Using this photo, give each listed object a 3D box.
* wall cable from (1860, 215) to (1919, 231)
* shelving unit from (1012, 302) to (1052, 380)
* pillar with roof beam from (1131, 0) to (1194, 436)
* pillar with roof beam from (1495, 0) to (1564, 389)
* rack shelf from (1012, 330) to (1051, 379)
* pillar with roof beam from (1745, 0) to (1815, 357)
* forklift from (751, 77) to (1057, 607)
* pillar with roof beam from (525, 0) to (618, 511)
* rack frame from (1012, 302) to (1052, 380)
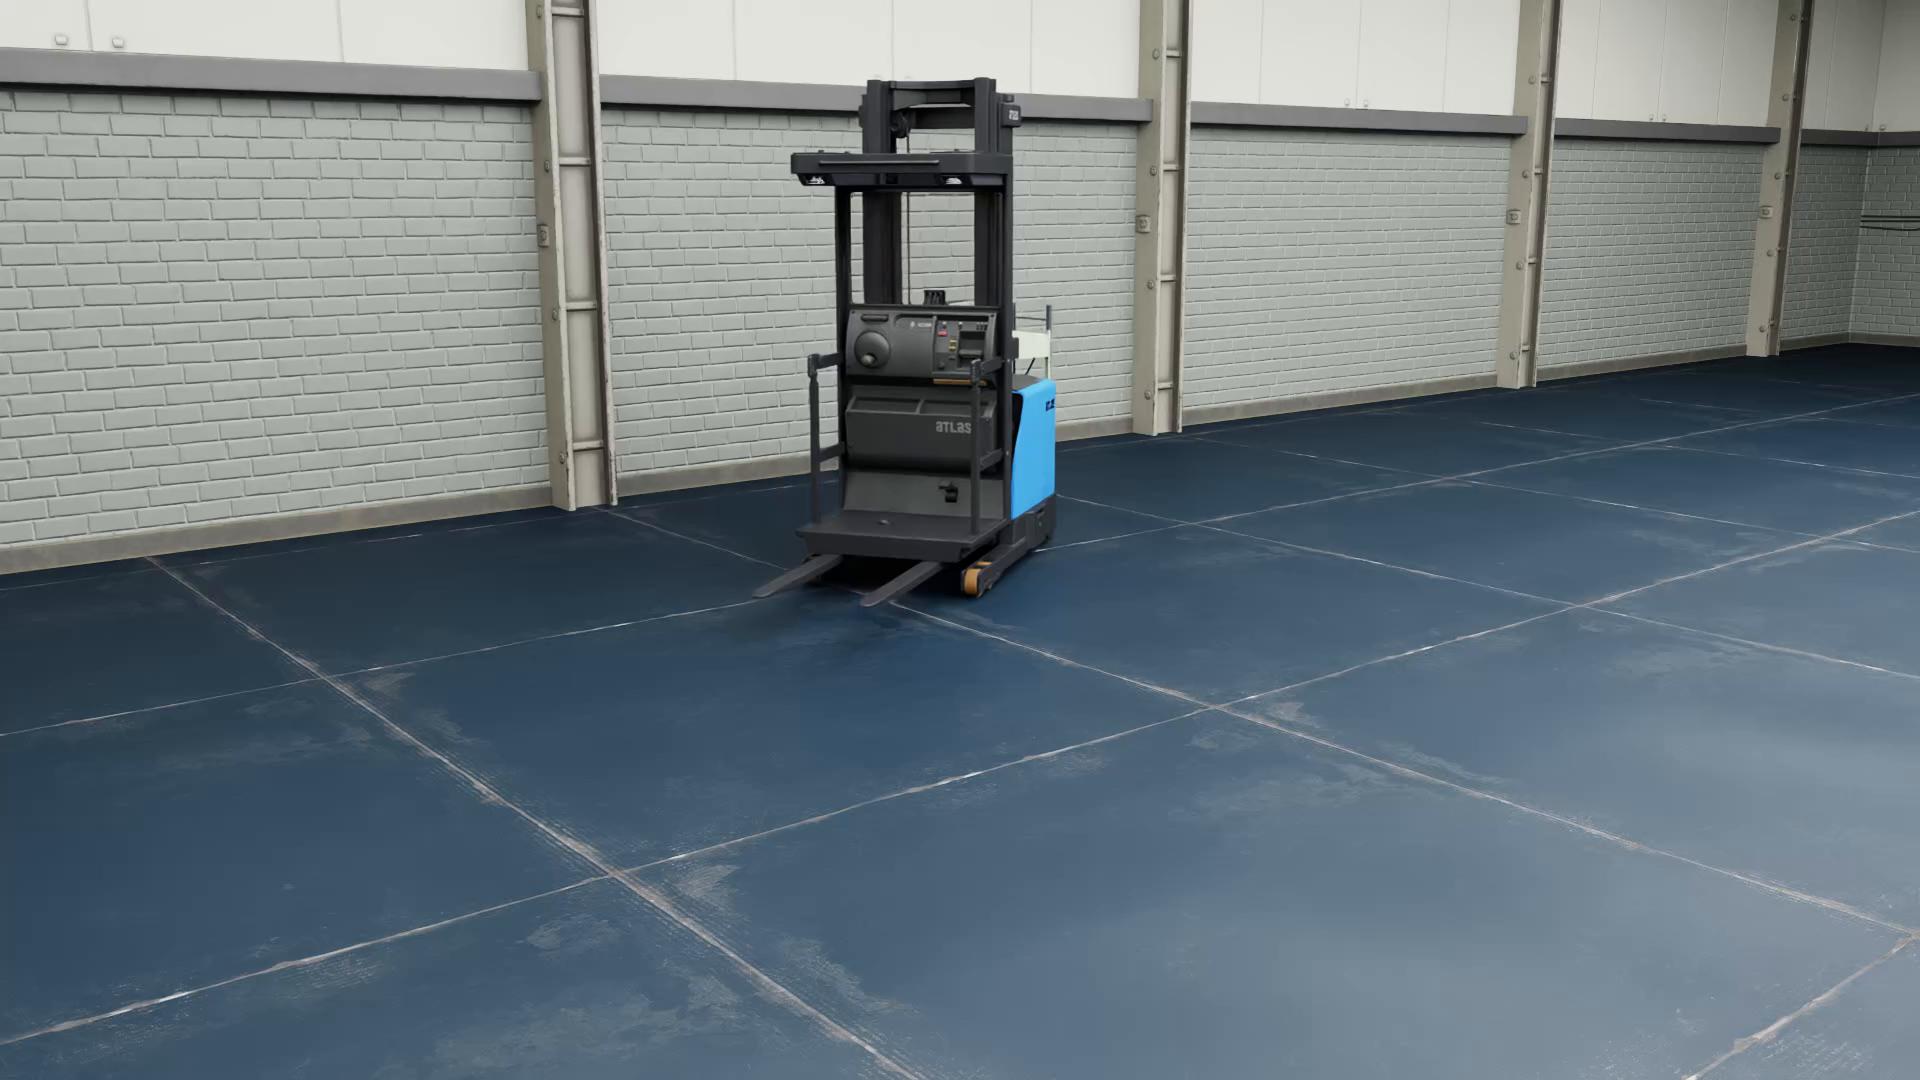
[{"bbox_3d":[14.389,-5.650,23.547,0.112,2.526,3.097,-9,15,-38],"label":"wall cable"},{"bbox_3d":[0.232,-0.894,11.730,0.755,1.500,0.431,-11,16,-41],"label":"shelving unit"},{"bbox_3d":[4.582,-4.746,11.813,0.400,9.000,9.100,-9,15,-38],"label":"pillar with roof beam"},{"bbox_3d":[9.267,-5.524,15.479,0.400,9.000,9.100,-9,15,-38],"label":"pillar with roof beam"},{"bbox_3d":[0.232,-1.276,11.649,0.720,0.370,0.431,-11,16,-41],"label":"rack shelf"},{"bbox_3d":[13.952,-6.303,19.146,0.400,9.000,9.100,-9,15,-38],"label":"pillar with roof beam"},{"bbox_3d":[-0.299,-1.200,9.723,1.130,2.935,3.031,4,13,18],"label":"forklift"},{"bbox_3d":[-0.103,-3.967,8.146,0.400,9.000,9.100,-9,15,-38],"label":"pillar with roof beam"},{"bbox_3d":[0.504,-0.945,11.970,0.023,1.500,0.400,-11,16,-41],"label":"rack frame"}]
